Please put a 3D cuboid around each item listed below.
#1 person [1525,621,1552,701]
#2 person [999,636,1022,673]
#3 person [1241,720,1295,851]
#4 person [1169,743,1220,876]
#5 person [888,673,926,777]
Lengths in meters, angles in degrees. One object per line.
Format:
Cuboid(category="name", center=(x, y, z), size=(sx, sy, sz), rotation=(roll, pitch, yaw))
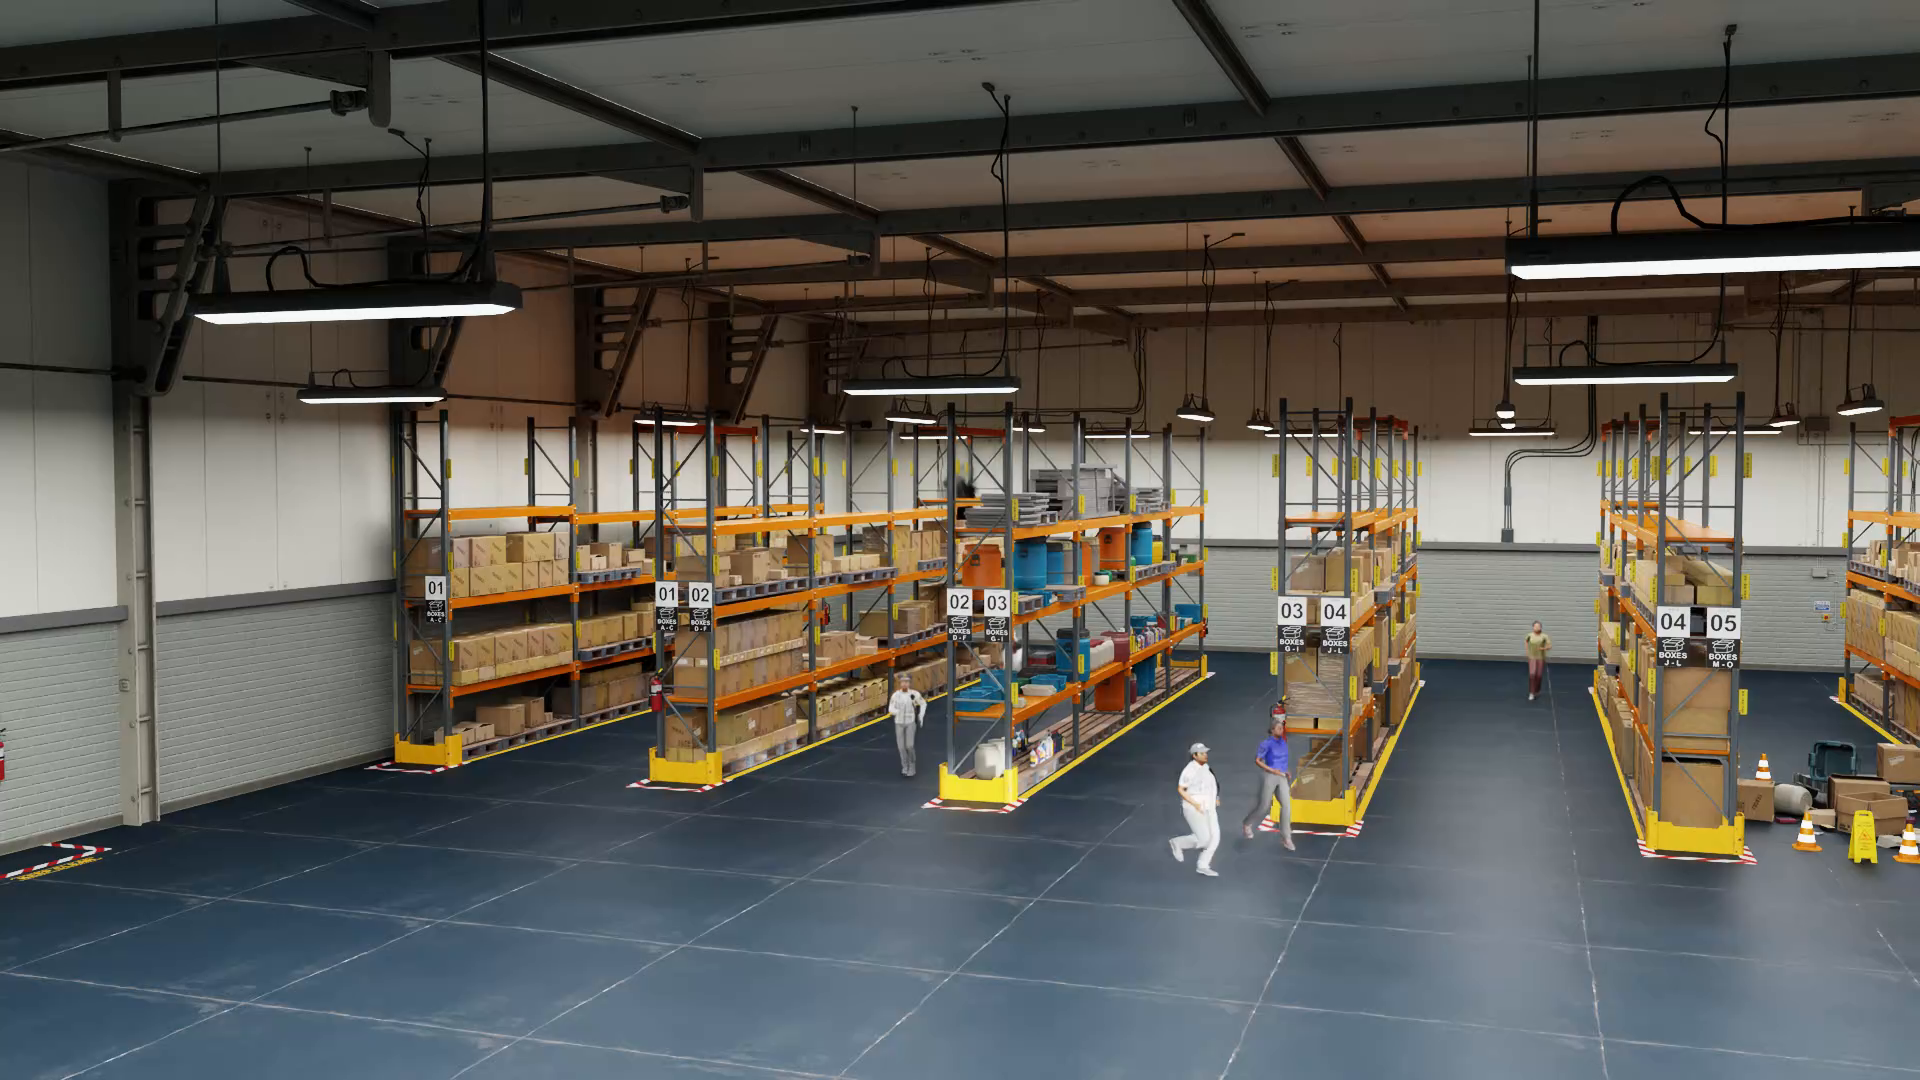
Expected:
Cuboid(category="person", center=(12.543, 2.602, 36.086), size=(0.569, 1.686, 0.820), rotation=(1, 3, 22))
Cuboid(category="person", center=(1.048, 2.742, 32.486), size=(0.672, 1.749, 0.585), rotation=(1, 3, 20))
Cuboid(category="person", center=(4.187, 3.222, 22.120), size=(0.621, 1.656, 0.950), rotation=(-1, 3, -31))
Cuboid(category="person", center=(2.924, 3.322, 20.551), size=(0.607, 1.616, 0.608), rotation=(2, 3, 41))
Cuboid(category="person", center=(-0.871, 3.004, 26.977), size=(0.583, 1.673, 0.661), rotation=(0, 2, 8))
